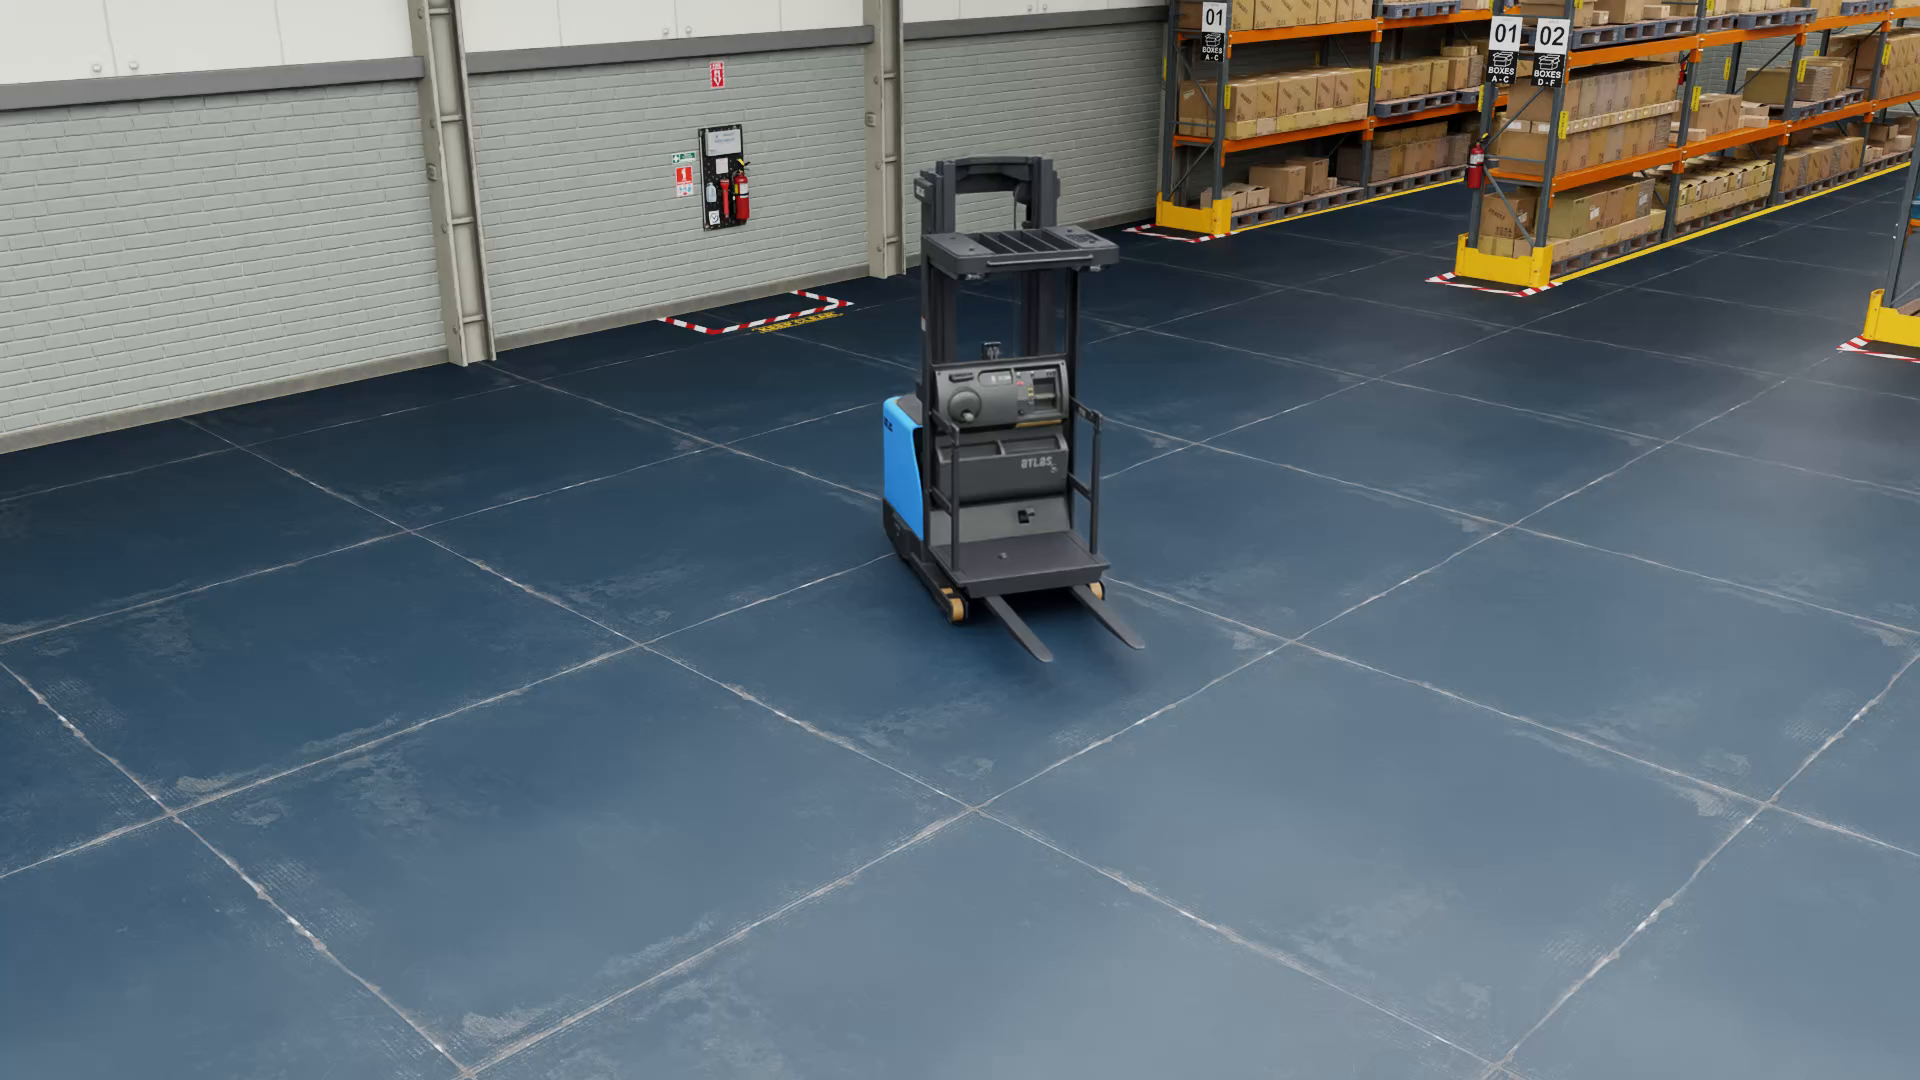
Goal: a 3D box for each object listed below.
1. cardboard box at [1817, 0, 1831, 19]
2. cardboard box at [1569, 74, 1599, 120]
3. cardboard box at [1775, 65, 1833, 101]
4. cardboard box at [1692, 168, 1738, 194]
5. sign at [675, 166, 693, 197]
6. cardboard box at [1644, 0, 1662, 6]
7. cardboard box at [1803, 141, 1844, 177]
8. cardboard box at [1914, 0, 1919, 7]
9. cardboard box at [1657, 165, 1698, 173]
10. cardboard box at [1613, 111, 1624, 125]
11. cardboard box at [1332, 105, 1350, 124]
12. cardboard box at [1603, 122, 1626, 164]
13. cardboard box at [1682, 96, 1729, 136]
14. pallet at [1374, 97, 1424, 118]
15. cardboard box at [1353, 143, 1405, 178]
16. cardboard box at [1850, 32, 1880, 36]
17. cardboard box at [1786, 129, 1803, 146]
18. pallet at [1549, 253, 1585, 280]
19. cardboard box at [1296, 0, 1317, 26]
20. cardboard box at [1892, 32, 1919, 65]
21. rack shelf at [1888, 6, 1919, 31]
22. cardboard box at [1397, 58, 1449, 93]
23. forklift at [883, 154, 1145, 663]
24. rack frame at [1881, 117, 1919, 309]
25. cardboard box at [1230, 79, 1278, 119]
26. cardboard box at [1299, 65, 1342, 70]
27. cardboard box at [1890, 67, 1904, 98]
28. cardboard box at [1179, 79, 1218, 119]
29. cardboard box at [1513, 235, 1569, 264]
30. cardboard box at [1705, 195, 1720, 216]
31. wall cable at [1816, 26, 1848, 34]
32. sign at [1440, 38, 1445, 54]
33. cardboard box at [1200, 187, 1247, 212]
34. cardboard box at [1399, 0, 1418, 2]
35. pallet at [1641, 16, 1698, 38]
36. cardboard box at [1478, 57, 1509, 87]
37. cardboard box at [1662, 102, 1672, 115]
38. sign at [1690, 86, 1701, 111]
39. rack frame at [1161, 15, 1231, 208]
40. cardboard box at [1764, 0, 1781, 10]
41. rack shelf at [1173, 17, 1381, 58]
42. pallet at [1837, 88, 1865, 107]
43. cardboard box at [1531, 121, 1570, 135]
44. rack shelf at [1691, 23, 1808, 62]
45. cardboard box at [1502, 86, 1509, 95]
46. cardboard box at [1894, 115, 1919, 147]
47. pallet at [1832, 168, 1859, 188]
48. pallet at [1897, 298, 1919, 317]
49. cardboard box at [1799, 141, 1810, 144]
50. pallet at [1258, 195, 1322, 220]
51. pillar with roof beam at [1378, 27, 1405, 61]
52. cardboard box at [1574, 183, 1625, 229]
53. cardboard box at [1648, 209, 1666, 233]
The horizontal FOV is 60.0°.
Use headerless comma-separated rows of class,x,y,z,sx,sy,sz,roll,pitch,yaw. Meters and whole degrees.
cardboard box,13.144,-8.493,26.170,0.910,0.500,0.500,19,28,41
cardboard box,7.662,-5.657,21.164,0.700,0.500,0.500,18,28,39
cardboard box,13.641,-7.415,26.959,0.500,0.500,0.700,-14,25,-32
cardboard box,11.256,-5.380,24.856,0.500,0.311,0.500,-19,28,-41
sign,-3.153,-4.106,19.026,0.001,0.329,0.234,19,28,41
cardboard box,9.177,-7.411,22.574,0.500,0.500,0.500,-17,27,-38
cardboard box,14.458,-6.409,27.939,0.500,0.500,0.500,20,29,41
cardboard box,16.516,-9.472,29.064,0.500,0.250,0.500,19,28,41
cardboard box,10.856,-5.508,25.189,0.500,0.311,0.500,19,28,40
cardboard box,8.428,-5.529,21.736,0.380,0.149,0.250,20,28,41
cardboard box,5.699,-6.621,25.800,0.500,0.250,0.500,19,28,41
cardboard box,8.340,-5.300,22.044,0.500,0.500,0.700,-19,28,-40
cardboard box,10.982,-6.270,24.568,0.500,0.500,0.500,19,28,41
pallet,6.803,-7.076,27.070,1.003,0.211,1.213,19,28,41
cardboard box,6.992,-6.382,27.870,0.700,0.500,0.500,19,28,40
cardboard box,16.173,-8.793,29.737,0.500,0.500,0.500,20,28,41
cardboard box,13.739,-6.762,27.812,0.500,0.250,0.500,19,28,40
pallet,7.430,-3.644,21.760,1.003,0.211,1.213,19,28,41
cardboard box,4.906,-7.863,24.503,0.500,0.500,0.500,-18,27,-39
cardboard box,16.907,-8.784,29.715,0.500,0.500,0.500,-19,28,-40
rack shelf,16.693,-9.401,29.674,1.077,0.370,4.000,19,28,41
cardboard box,7.782,-7.836,28.029,0.700,0.500,0.500,19,28,41
forklift,0.354,-0.977,11.030,1.130,2.935,3.031,-7,22,-17
rack frame,10.473,-3.497,17.493,1.000,3.000,0.127,19,28,41
cardboard box,4.275,-6.438,24.280,0.500,0.500,0.500,19,28,41
cardboard box,5.688,-7.226,26.329,0.500,0.500,0.500,18,28,39
cardboard box,16.204,-8.065,29.236,0.500,0.500,0.500,-20,28,-41
cardboard box,3.552,-6.441,24.286,0.500,0.500,0.500,19,28,40
cardboard box,7.460,-3.733,21.352,0.500,0.250,0.500,19,28,41
cardboard box,10.893,-4.985,24.611,0.500,0.250,0.500,18,28,39
wall cable,18.738,-12.805,37.675,3.097,2.526,0.112,19,28,41
sign,8.556,-8.712,29.445,0.100,0.325,0.005,19,28,41
cardboard box,3.922,-5.082,24.751,0.500,0.311,0.500,15,26,35
cardboard box,7.034,-8.838,26.747,0.500,0.311,0.500,-19,28,-40
pallet,9.141,-6.899,22.286,1.003,0.211,1.213,19,28,41
cardboard box,9.478,-8.289,29.377,0.500,0.500,0.500,-19,28,-40
cardboard box,9.507,-5.929,22.776,0.380,0.149,0.250,19,28,40
sign,10.116,-6.069,22.866,0.100,0.325,0.005,19,28,41
rack frame,3.375,-5.977,23.944,1.000,3.000,0.127,19,28,41
cardboard box,11.879,-8.051,24.782,0.500,0.250,0.500,-19,28,-41
rack shelf,4.770,-7.555,24.872,1.077,0.370,4.000,19,28,41
pallet,14.663,-7.555,28.317,1.003,0.211,1.213,19,28,41
cardboard box,7.355,-5.134,20.708,0.380,0.149,0.250,19,28,40
rack shelf,11.113,-7.345,24.324,1.077,0.370,4.000,19,28,41
cardboard box,9.534,-8.015,29.568,0.250,0.149,0.380,-20,29,-41
cardboard box,17.886,-7.688,31.267,0.500,0.500,0.500,19,28,41
pallet,14.758,-6.302,28.678,1.003,0.211,1.213,19,28,41
pallet,11.063,-2.434,18.614,1.003,0.211,1.213,19,28,41
cardboard box,14.068,-6.531,28.257,0.500,0.500,0.500,20,29,41
pallet,4.871,-5.207,25.827,1.003,0.211,1.213,19,28,41
pillar with roof beam,10.514,-9.638,25.108,9.100,9.000,0.400,19,28,41
cardboard box,8.509,-4.468,22.219,0.500,0.500,0.500,19,28,41
cardboard box,9.550,-4.505,23.361,0.500,0.250,0.500,19,28,41
